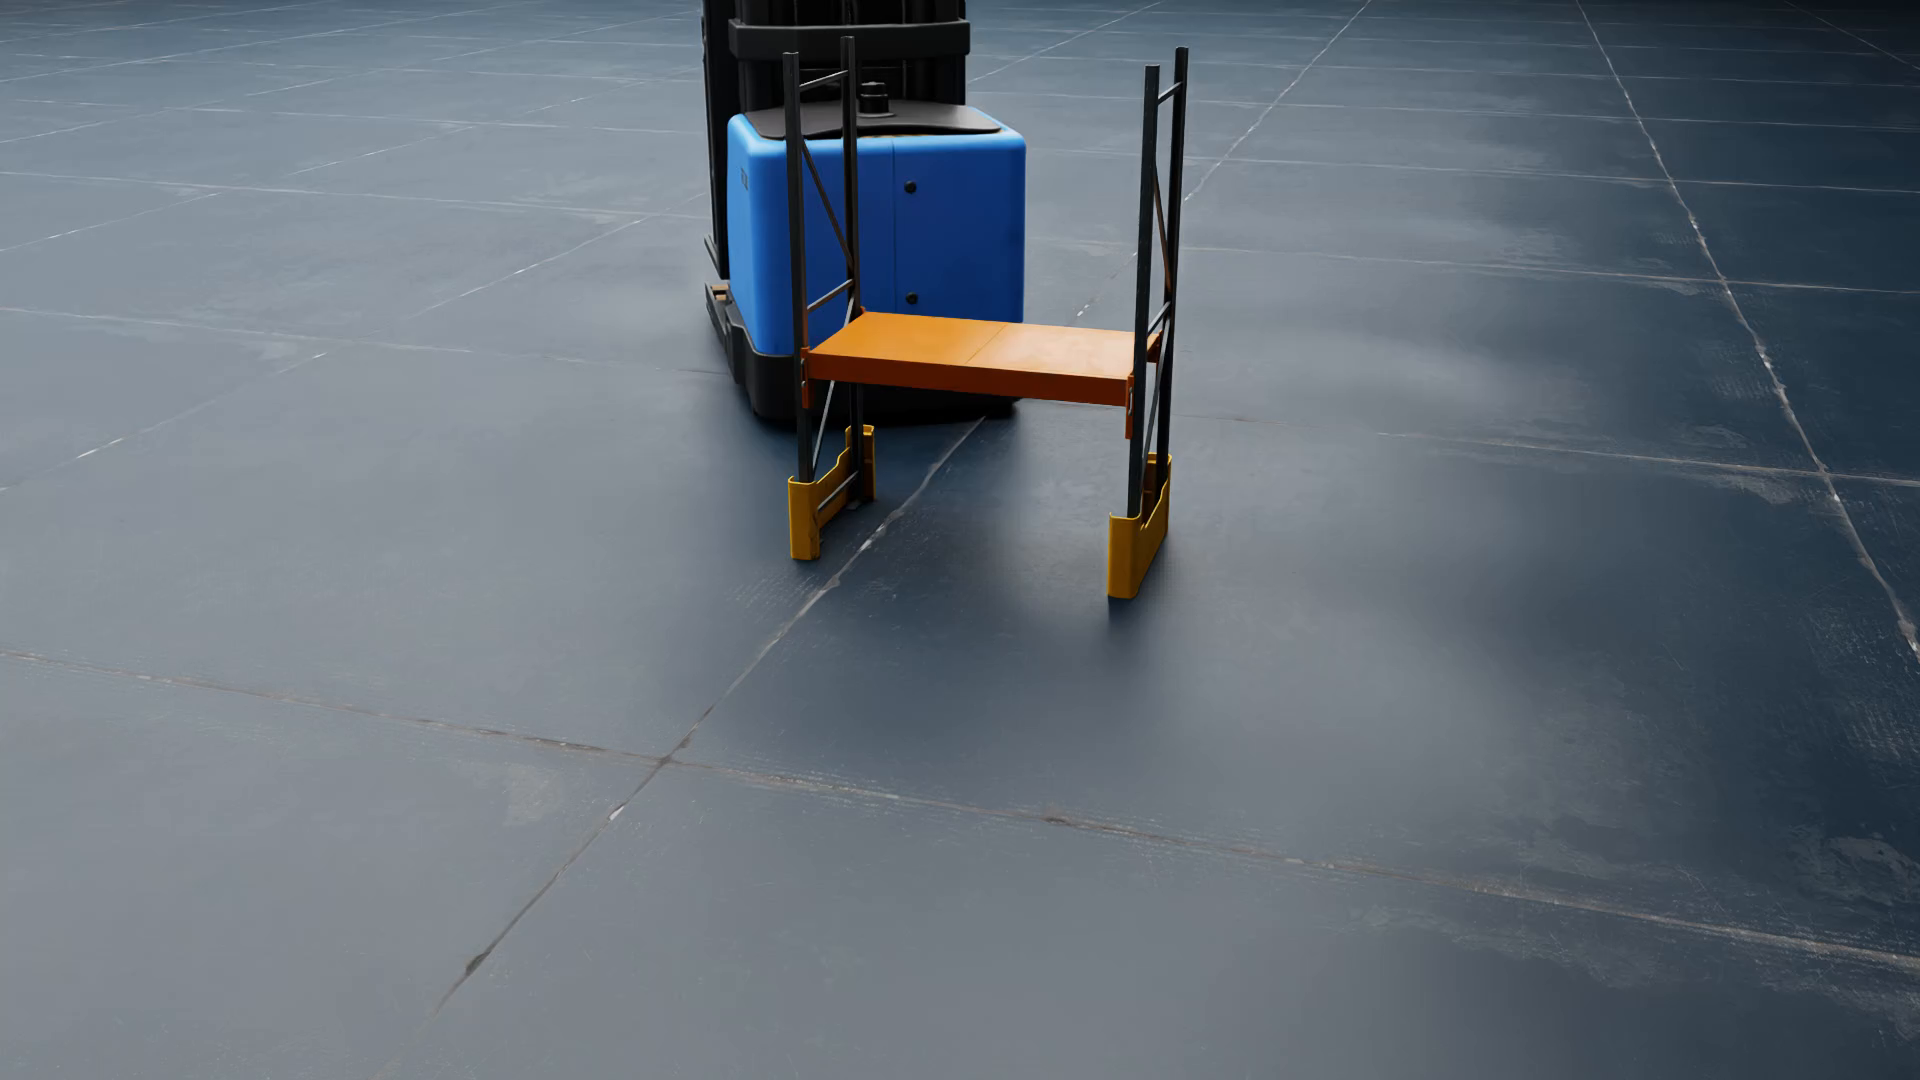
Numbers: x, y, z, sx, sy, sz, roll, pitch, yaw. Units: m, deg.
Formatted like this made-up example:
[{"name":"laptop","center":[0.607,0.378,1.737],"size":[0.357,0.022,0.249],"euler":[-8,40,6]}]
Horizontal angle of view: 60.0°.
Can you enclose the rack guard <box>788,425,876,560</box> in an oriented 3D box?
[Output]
[{"name":"rack guard","center":[-0.404,-0.162,5.335],"size":[0.087,0.250,0.587],"euler":[7,23,16]}]

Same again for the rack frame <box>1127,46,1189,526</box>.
[{"name":"rack frame","center":[0.568,-0.629,4.827],"size":[0.032,1.500,0.500],"euler":[7,23,16]}]

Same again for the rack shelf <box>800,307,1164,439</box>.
[{"name":"rack shelf","center":[0.082,-0.518,5.031],"size":[1.000,0.185,0.538],"euler":[7,23,16]}]

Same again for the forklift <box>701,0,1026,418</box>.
[{"name":"forklift","center":[-0.573,-2.337,7.105],"size":[1.130,2.935,3.031],"euler":[-5,23,-12]}]

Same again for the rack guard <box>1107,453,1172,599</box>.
[{"name":"rack guard","center":[0.550,-0.053,5.069],"size":[0.087,0.250,0.587],"euler":[7,23,16]}]

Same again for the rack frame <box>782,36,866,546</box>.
[{"name":"rack frame","center":[-0.405,-0.740,5.098],"size":[0.032,1.500,0.500],"euler":[7,23,16]}]

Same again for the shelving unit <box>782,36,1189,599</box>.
[{"name":"shelving unit","center":[0.073,-0.686,4.965],"size":[1.083,1.500,0.587],"euler":[7,23,16]}]
